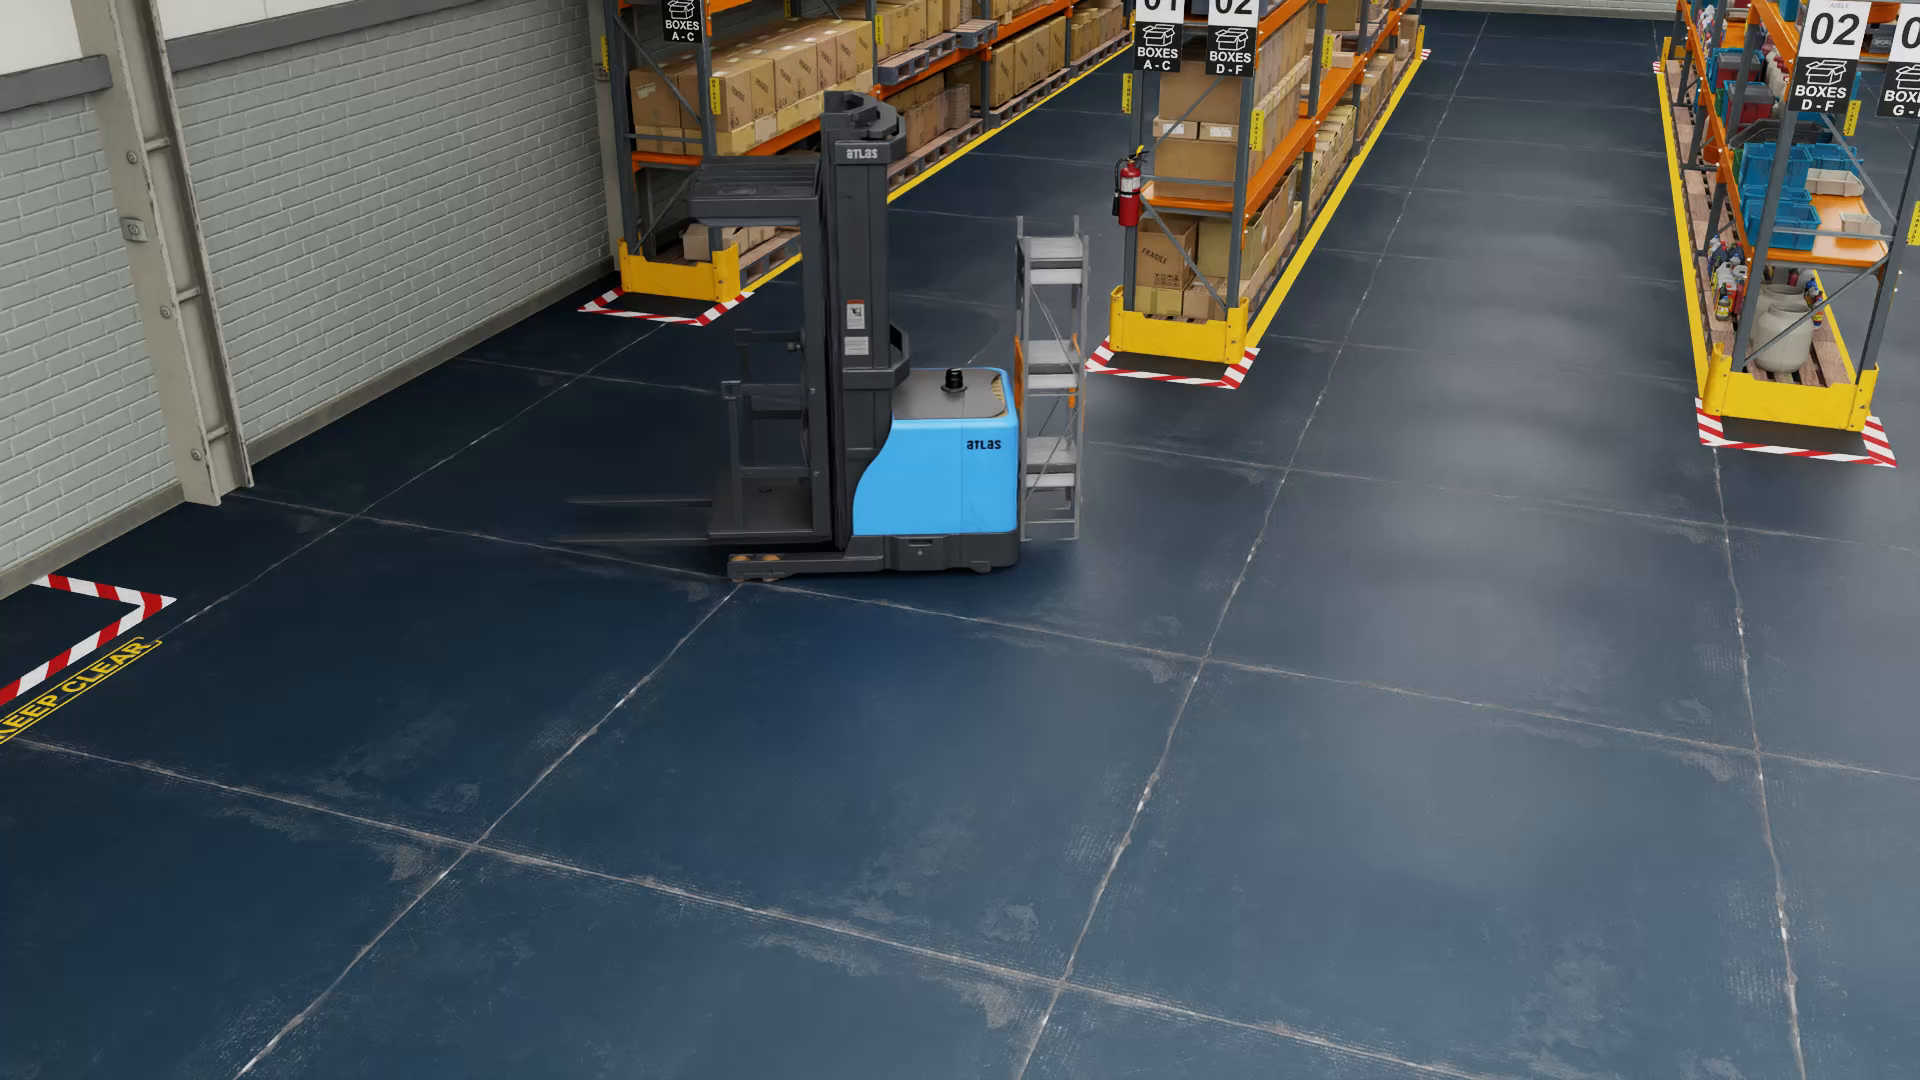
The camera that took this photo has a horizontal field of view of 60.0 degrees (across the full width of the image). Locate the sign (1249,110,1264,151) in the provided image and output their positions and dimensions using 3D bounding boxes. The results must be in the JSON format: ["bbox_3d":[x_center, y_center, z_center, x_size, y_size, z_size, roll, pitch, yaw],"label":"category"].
[{"bbox_3d":[2.441,-3.371,13.685,0.100,0.325,0.005,9,27,17],"label":"sign"}]

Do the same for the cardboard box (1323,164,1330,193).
[{"bbox_3d":[3.960,-4.177,19.107,0.500,0.250,0.500,8,27,16],"label":"cardboard box"}]

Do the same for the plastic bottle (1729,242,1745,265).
[{"bbox_3d":[7.397,-2.666,15.848,0.144,0.351,0.185,9,27,17],"label":"plastic bottle"}]

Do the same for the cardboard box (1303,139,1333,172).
[{"bbox_3d":[3.966,-4.428,18.982,0.500,0.311,0.500,8,27,16],"label":"cardboard box"}]

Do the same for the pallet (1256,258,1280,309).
[{"bbox_3d":[2.543,-2.593,16.364,1.003,0.211,1.213,9,27,17],"label":"pallet"}]

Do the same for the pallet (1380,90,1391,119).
[{"bbox_3d":[5.678,-6.365,24.154,1.003,0.211,1.213,9,27,17],"label":"pallet"}]

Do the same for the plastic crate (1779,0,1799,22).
[{"bbox_3d":[6.940,-4.479,13.634,0.392,0.384,0.575,9,27,17],"label":"plastic crate"}]

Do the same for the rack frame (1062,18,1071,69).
[{"bbox_3d":[1.241,-8.677,25.728,1.000,3.000,0.127,9,27,17],"label":"rack frame"}]

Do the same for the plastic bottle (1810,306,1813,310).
[{"bbox_3d":[7.522,-1.989,14.623,0.097,0.201,0.097,0,26,0],"label":"plastic bottle"}]

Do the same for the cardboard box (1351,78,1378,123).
[{"bbox_3d":[5.344,-5.956,22.473,0.500,0.500,0.500,8,27,17],"label":"cardboard box"}]

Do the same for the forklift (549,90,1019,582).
[{"bbox_3d":[-1.153,-1.285,10.540,3.031,2.935,1.130,-1,26,-2],"label":"forklift"}]

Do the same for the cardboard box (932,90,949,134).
[{"bbox_3d":[-0.562,-5.607,21.753,0.700,0.500,0.500,9,27,17],"label":"cardboard box"}]

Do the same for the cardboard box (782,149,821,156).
[{"bbox_3d":[-1.729,-4.030,18.494,0.500,0.500,0.500,7,27,14],"label":"cardboard box"}]

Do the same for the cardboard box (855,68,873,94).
[{"bbox_3d":[-1.293,-5.092,18.474,0.500,0.250,0.500,9,27,18],"label":"cardboard box"}]

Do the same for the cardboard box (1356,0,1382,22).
[{"bbox_3d":[5.170,-7.173,22.027,0.700,0.500,0.500,14,29,27],"label":"cardboard box"}]

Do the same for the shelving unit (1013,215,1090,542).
[{"bbox_3d":[0.589,-1.047,11.004,0.431,2.100,0.503,-2,26,-3],"label":"shelving unit"}]

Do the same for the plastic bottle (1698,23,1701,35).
[{"bbox_3d":[9.851,-6.781,22.042,0.097,0.201,0.097,0,26,0],"label":"plastic bottle"}]

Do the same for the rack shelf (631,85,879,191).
[{"bbox_3d":[-2.087,-4.243,17.397,1.077,0.370,4.000,9,27,17],"label":"rack shelf"}]

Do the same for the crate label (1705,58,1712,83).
[{"bbox_3d":[8.758,-5.402,19.157,0.303,0.233,0.416,9,27,17],"label":"crate label"}]

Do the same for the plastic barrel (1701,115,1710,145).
[{"bbox_3d":[9.502,-5.114,20.743,0.421,0.512,0.421,0,26,0],"label":"plastic barrel"}]

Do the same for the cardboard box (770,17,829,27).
[{"bbox_3d":[-1.775,-5.505,18.467,0.500,0.500,0.500,8,27,16],"label":"cardboard box"}]

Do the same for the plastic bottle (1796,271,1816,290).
[{"bbox_3d":[7.749,-2.340,15.262,0.152,0.276,0.135,9,27,18],"label":"plastic bottle"}]

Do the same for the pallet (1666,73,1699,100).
[{"bbox_3d":[11.195,-6.796,25.043,1.003,0.211,1.213,9,27,17],"label":"pallet"}]

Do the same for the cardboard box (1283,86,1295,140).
[{"bbox_3d":[2.940,-4.316,16.608,0.700,0.500,0.500,8,27,17],"label":"cardboard box"}]

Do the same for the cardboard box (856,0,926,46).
[{"bbox_3d":[-0.838,-6.340,20.283,0.700,0.500,0.500,13,29,24],"label":"cardboard box"}]

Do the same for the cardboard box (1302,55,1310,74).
[{"bbox_3d":[3.363,-4.866,17.000,0.380,0.149,0.250,9,27,17],"label":"cardboard box"}]

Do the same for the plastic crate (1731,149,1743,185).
[{"bbox_3d":[7.203,-3.340,14.949,0.450,0.188,0.662,9,27,17],"label":"plastic crate"}]

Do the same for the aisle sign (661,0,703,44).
[{"bbox_3d":[-2.494,-4.842,14.826,0.394,0.787,0.004,9,27,17],"label":"aisle sign"}]

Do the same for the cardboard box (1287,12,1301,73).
[{"bbox_3d":[2.942,-4.910,16.345,0.700,0.500,0.500,9,27,17],"label":"cardboard box"}]

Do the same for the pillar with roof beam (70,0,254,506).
[{"bbox_3d":[-1.272,-3.768,8.707,9.100,9.000,0.400,9,27,17],"label":"pillar with roof beam"}]

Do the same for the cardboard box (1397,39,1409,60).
[{"bbox_3d":[6.951,-7.919,26.813,0.500,0.250,0.500,9,27,17],"label":"cardboard box"}]

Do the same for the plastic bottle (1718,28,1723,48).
[{"bbox_3d":[9.562,-6.296,20.946,0.061,0.283,0.133,9,27,17],"label":"plastic bottle"}]

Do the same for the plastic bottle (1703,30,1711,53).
[{"bbox_3d":[9.365,-6.241,20.833,0.061,0.283,0.133,9,27,17],"label":"plastic bottle"}]

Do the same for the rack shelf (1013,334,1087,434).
[{"bbox_3d":[0.589,-1.035,11.010,0.431,0.518,0.480,-2,26,-3],"label":"rack shelf"}]

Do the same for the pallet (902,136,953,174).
[{"bbox_3d":[-0.759,-4.957,21.246,1.003,0.211,1.213,9,27,17],"label":"pallet"}]

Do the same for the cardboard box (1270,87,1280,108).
[{"bbox_3d":[2.766,-4.127,15.472,0.380,0.149,0.250,9,27,18],"label":"cardboard box"}]

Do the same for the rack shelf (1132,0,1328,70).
[{"bbox_3d":[2.586,-4.877,15.263,1.077,0.370,4.000,9,27,17],"label":"rack shelf"}]

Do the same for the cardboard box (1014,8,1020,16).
[{"bbox_3d":[0.639,-7.563,23.694,0.380,0.149,0.250,9,27,18],"label":"cardboard box"}]

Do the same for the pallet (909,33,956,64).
[{"bbox_3d":[-0.711,-6.127,20.683,1.003,0.211,1.213,9,27,17],"label":"pallet"}]

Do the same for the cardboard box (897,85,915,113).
[{"bbox_3d":[-0.879,-5.500,20.671,0.500,0.250,0.500,8,27,16],"label":"cardboard box"}]

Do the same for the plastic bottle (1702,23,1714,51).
[{"bbox_3d":[9.457,-6.331,20.940,0.144,0.351,0.185,9,27,17],"label":"plastic bottle"}]

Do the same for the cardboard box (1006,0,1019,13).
[{"bbox_3d":[0.496,-7.597,23.020,0.500,0.500,0.500,10,27,19],"label":"cardboard box"}]

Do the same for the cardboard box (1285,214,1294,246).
[{"bbox_3d":[3.127,-3.197,17.085,0.500,0.250,0.500,9,27,17],"label":"cardboard box"}]

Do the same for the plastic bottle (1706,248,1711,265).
[{"bbox_3d":[7.368,-2.782,16.259,0.097,0.201,0.097,0,26,0],"label":"plastic bottle"}]

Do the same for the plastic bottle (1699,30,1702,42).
[{"bbox_3d":[9.697,-6.591,21.649,0.097,0.201,0.097,0,26,0],"label":"plastic bottle"}]

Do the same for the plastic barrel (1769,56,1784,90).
[{"bbox_3d":[8.834,-4.854,17.678,0.433,0.535,0.433,0,26,0],"label":"plastic barrel"}]

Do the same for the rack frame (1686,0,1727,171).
[{"bbox_3d":[9.252,-5.596,19.366,1.000,3.000,0.127,9,27,17],"label":"rack frame"}]

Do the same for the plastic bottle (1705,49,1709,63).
[{"bbox_3d":[9.149,-5.914,20.251,0.097,0.201,0.097,0,26,0],"label":"plastic bottle"}]

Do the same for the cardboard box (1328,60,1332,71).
[{"bbox_3d":[4.211,-5.671,19.808,0.380,0.149,0.250,11,28,21],"label":"cardboard box"}]

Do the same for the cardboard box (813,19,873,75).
[{"bbox_3d":[-1.287,-5.429,18.309,0.500,0.500,0.500,9,27,17],"label":"cardboard box"}]

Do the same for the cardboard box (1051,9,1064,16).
[{"bbox_3d":[1.611,-8.619,27.252,0.380,0.149,0.250,8,27,16],"label":"cardboard box"}]

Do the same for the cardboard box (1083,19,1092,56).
[{"bbox_3d":[1.757,-8.239,27.211,0.700,0.500,0.500,8,27,17],"label":"cardboard box"}]

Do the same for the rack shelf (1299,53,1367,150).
[{"bbox_3d":[3.917,-5.170,19.312,1.077,0.370,4.000,9,27,17],"label":"rack shelf"}]

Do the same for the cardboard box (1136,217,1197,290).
[{"bbox_3d":[1.818,-2.581,14.951,0.500,0.500,0.500,9,27,17],"label":"cardboard box"}]

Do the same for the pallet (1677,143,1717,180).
[{"bbox_3d":[9.475,-4.671,20.655,1.003,0.211,1.213,9,27,17],"label":"pallet"}]

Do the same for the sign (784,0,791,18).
[{"bbox_3d":[-1.946,-5.989,18.849,0.100,0.325,0.005,9,27,17],"label":"sign"}]

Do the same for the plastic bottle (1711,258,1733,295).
[{"bbox_3d":[7.057,-2.434,15.370,0.144,0.351,0.185,9,27,17],"label":"plastic bottle"}]
